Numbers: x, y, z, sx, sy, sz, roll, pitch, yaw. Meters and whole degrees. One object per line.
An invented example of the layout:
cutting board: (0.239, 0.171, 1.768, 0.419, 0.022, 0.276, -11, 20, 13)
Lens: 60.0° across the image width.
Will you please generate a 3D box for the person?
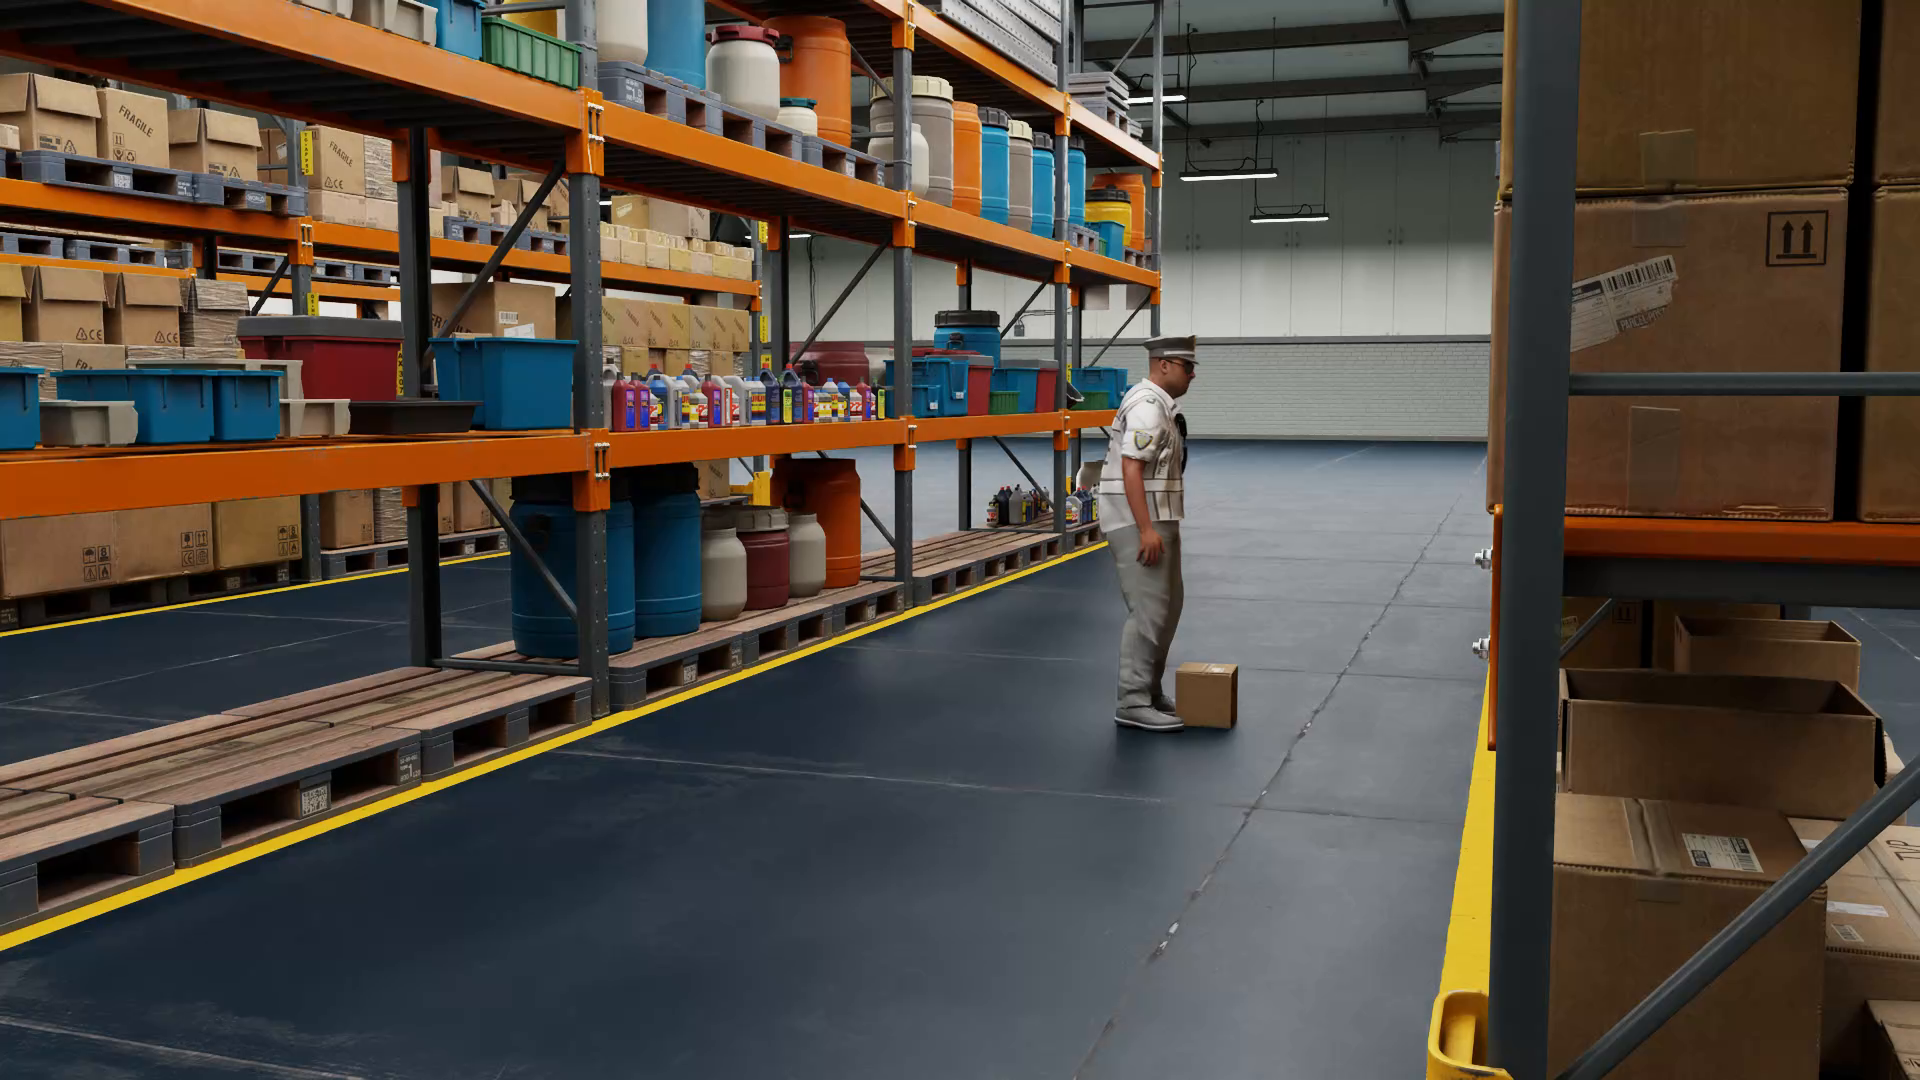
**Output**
person: (0.857, -0.053, 7.536, 0.435, 1.748, 0.591, 2, 5, 18)
